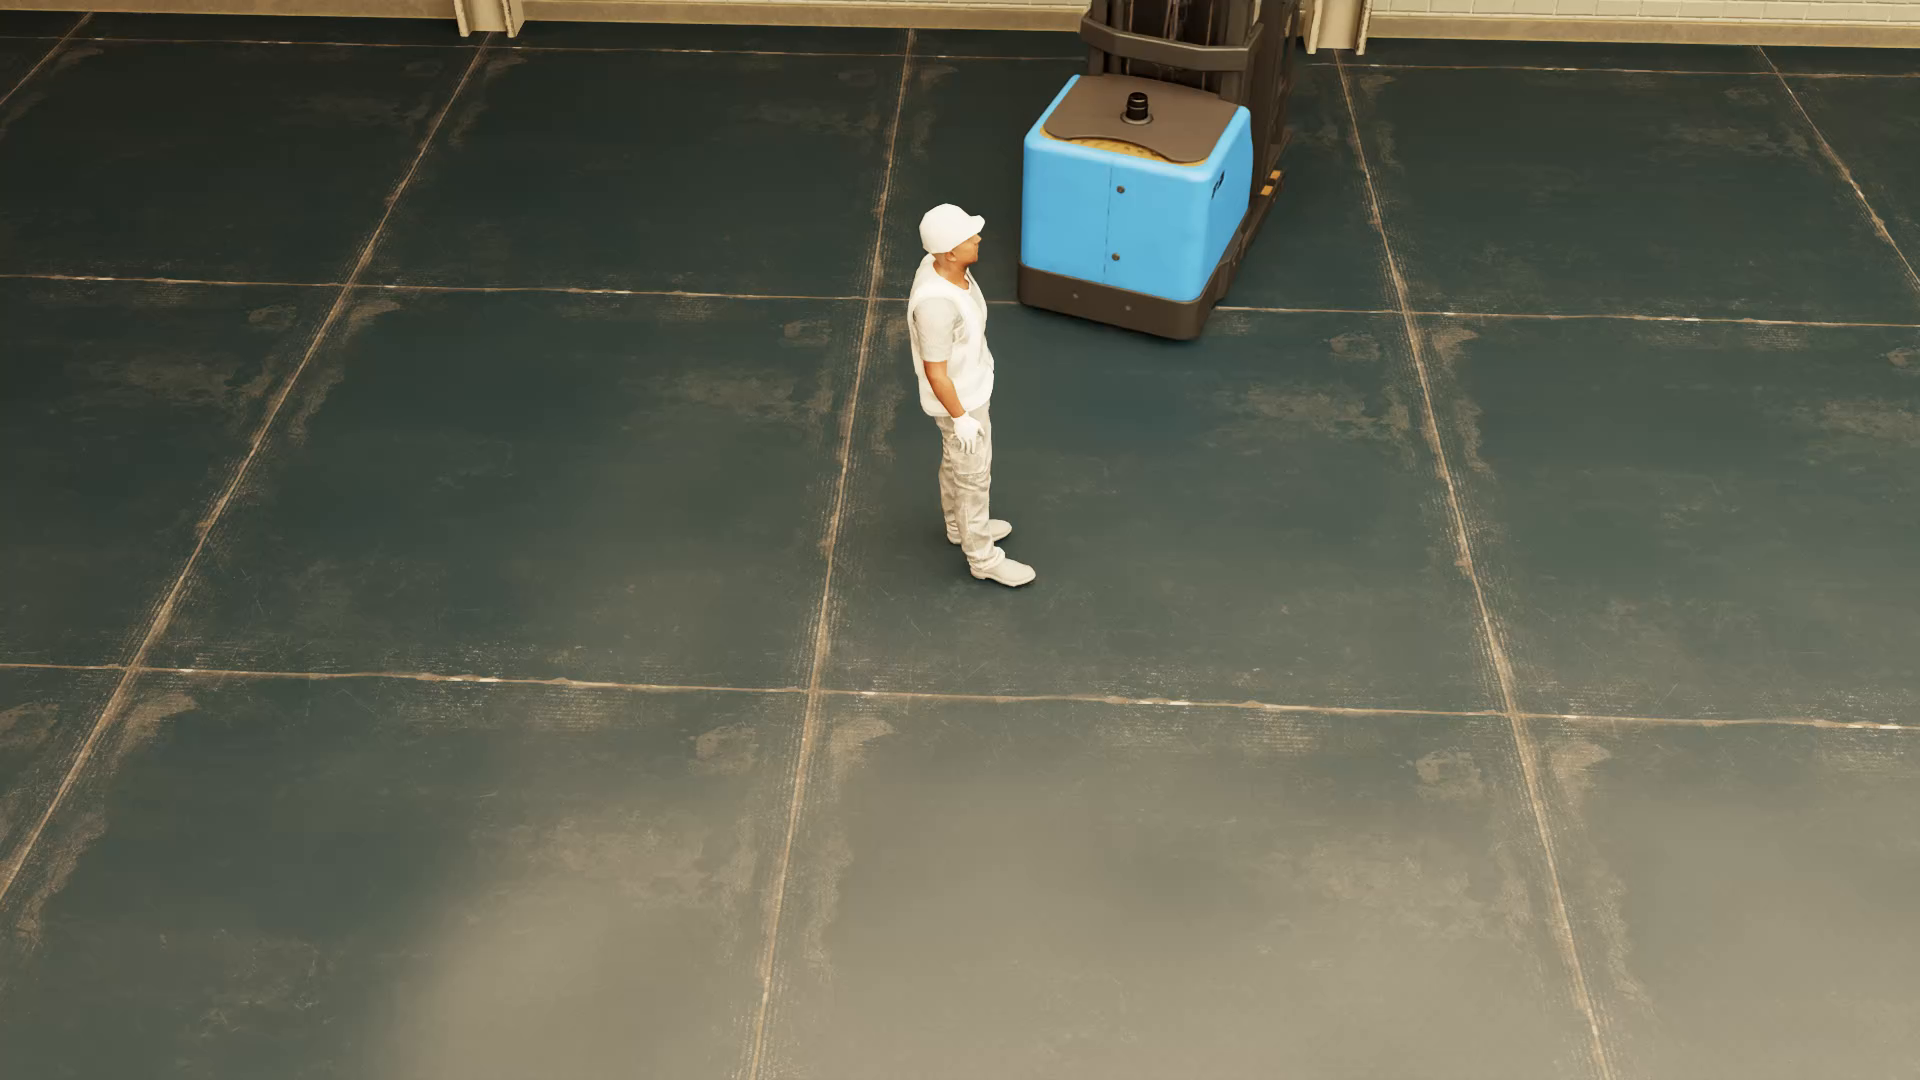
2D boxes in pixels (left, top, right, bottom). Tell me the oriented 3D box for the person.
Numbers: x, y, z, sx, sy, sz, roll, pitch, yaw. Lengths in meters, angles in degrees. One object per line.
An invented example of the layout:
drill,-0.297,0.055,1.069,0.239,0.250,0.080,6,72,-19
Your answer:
person,0.071,-0.656,7.302,0.577,1.781,0.656,2,42,2

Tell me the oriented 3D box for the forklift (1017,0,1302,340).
forklift,1.352,-3.168,9.212,1.130,2.935,3.031,16,45,16
